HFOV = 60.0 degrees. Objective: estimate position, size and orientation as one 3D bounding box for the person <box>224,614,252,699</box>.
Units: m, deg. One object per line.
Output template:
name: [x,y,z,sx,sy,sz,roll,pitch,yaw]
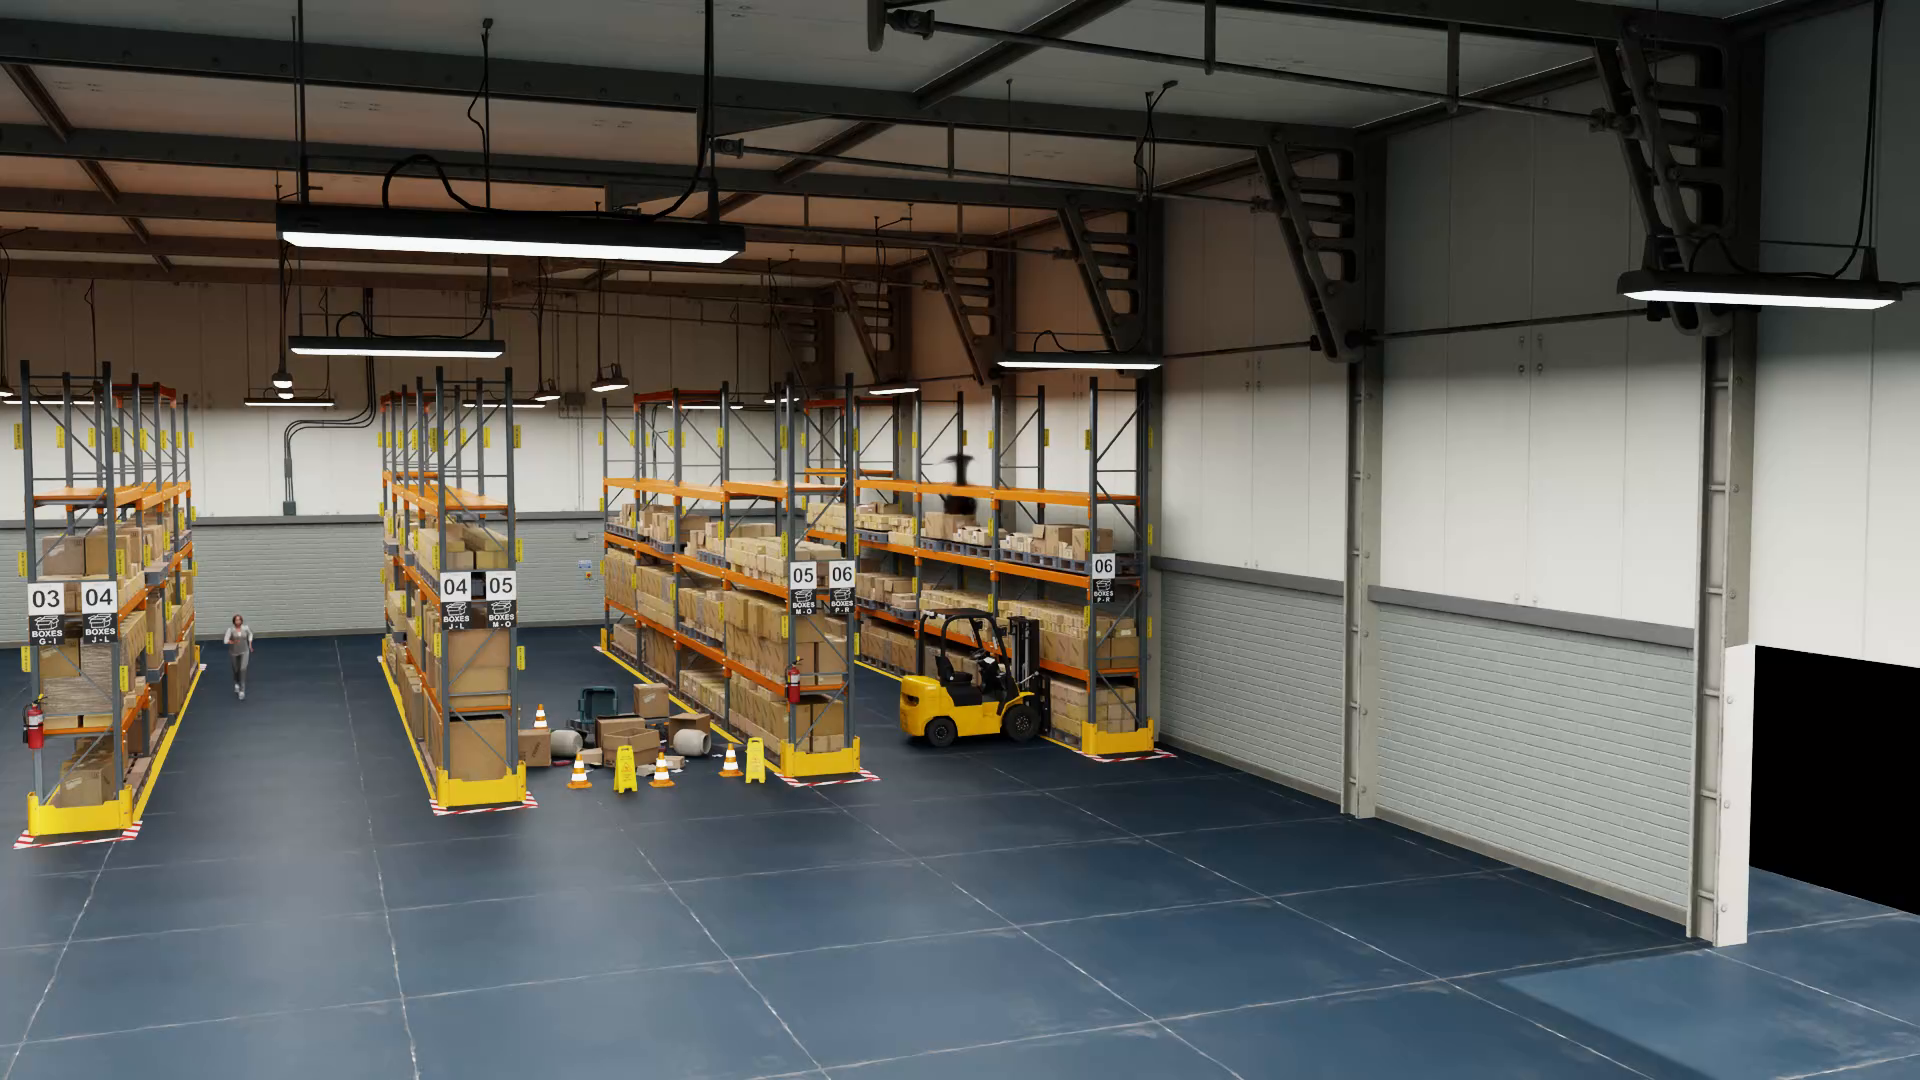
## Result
person: [-14.015,2.235,32.301,0.506,1.609,0.854,-1,4,-23]
